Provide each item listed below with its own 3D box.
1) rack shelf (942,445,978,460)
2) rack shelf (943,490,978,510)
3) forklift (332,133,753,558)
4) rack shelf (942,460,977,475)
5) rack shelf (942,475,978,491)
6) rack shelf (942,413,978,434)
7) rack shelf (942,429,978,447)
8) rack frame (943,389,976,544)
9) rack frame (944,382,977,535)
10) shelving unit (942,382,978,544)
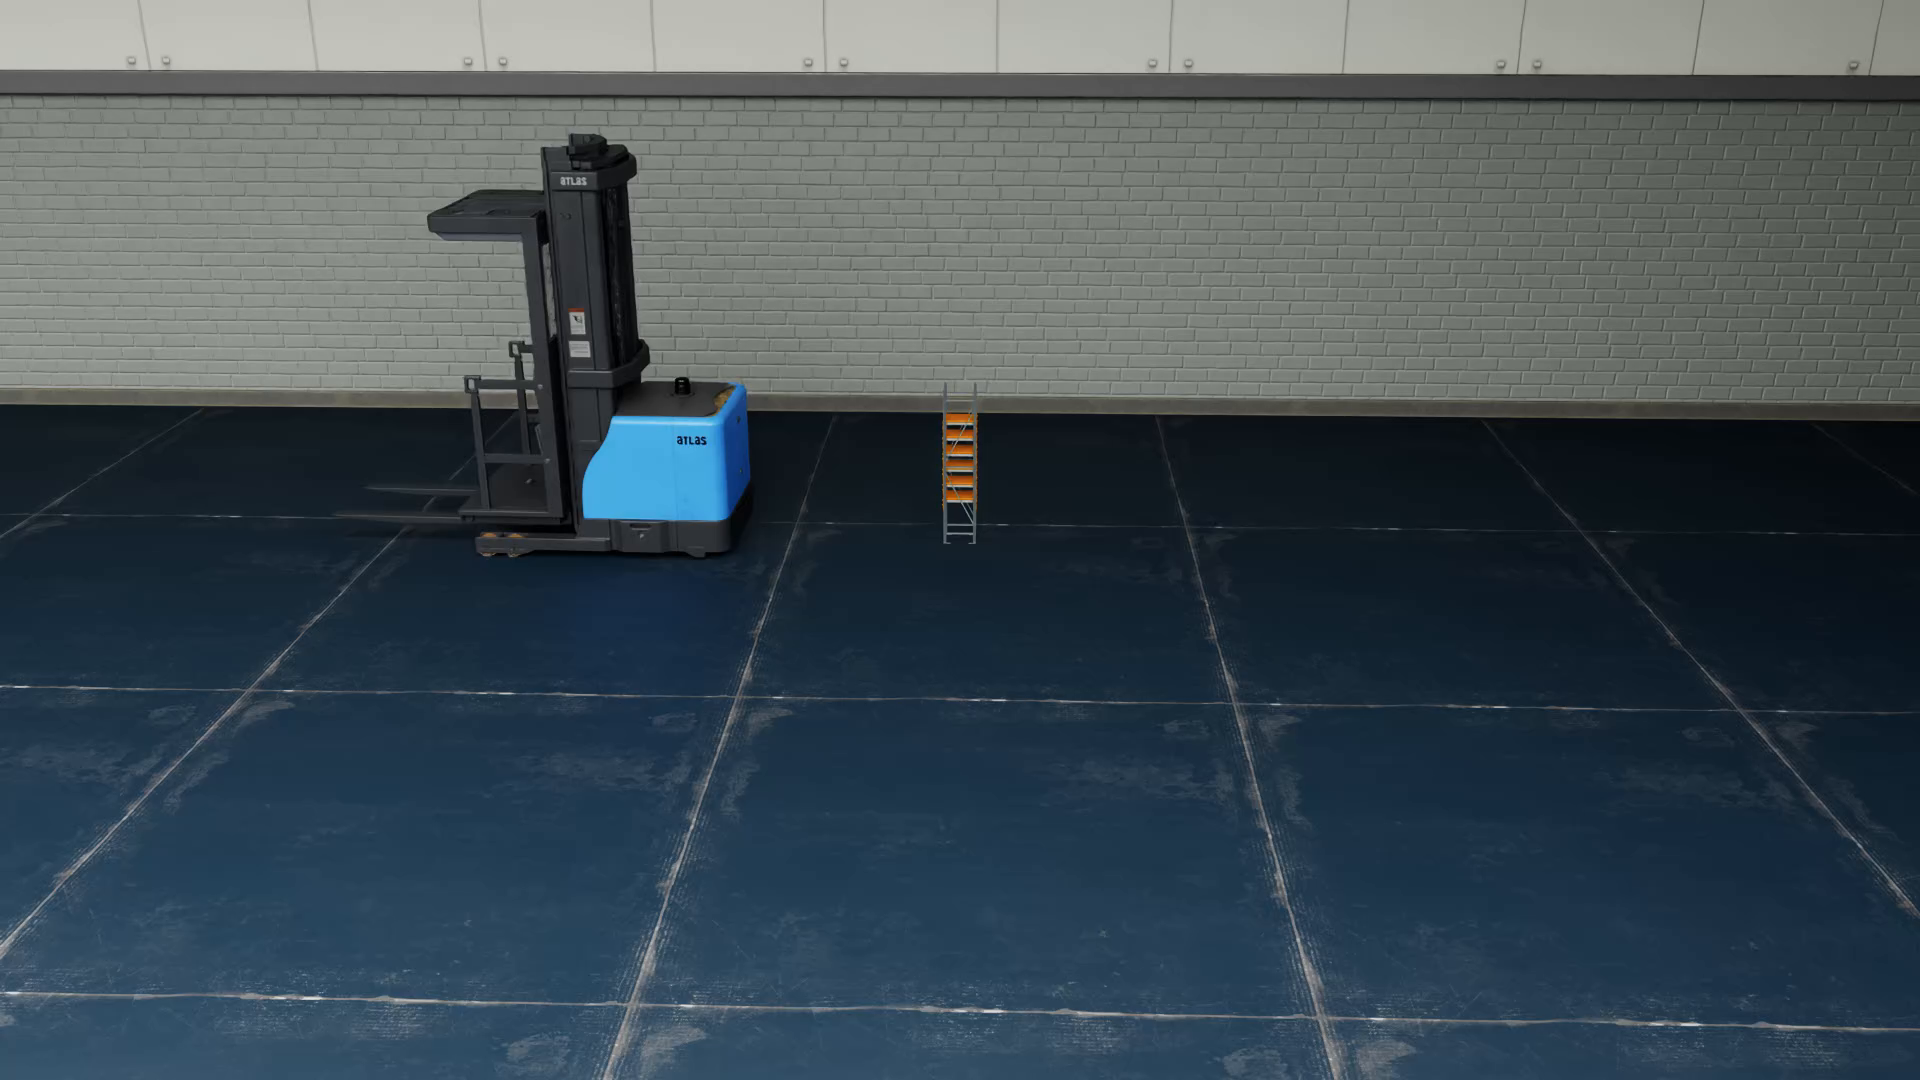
[{"bbox_3d":[0.000,-0.635,12.298,0.258,0.103,0.180,1,21,2],"label":"rack shelf"},{"bbox_3d":[0.000,-0.299,12.428,0.258,0.103,0.180,1,21,2],"label":"rack shelf"},{"bbox_3d":[-3.151,-1.430,12.164,3.031,2.935,1.130,1,21,3],"label":"forklift"},{"bbox_3d":[0.000,-0.523,12.341,0.258,0.103,0.180,1,21,2],"label":"rack shelf"},{"bbox_3d":[0.000,-0.411,12.385,0.258,0.103,0.180,1,21,2],"label":"rack shelf"},{"bbox_3d":[0.000,-0.859,12.211,0.258,0.103,0.180,1,21,2],"label":"rack shelf"},{"bbox_3d":[0.000,-0.747,12.255,0.258,0.103,0.180,1,21,2],"label":"rack shelf"},{"bbox_3d":[-0.002,-0.532,12.240,0.240,1.200,0.006,1,21,2],"label":"rack frame"},{"bbox_3d":[0.003,-0.598,12.411,0.240,1.200,0.006,1,21,2],"label":"rack frame"},{"bbox_3d":[0.000,-0.565,12.325,0.258,1.200,0.189,1,21,2],"label":"shelving unit"}]
